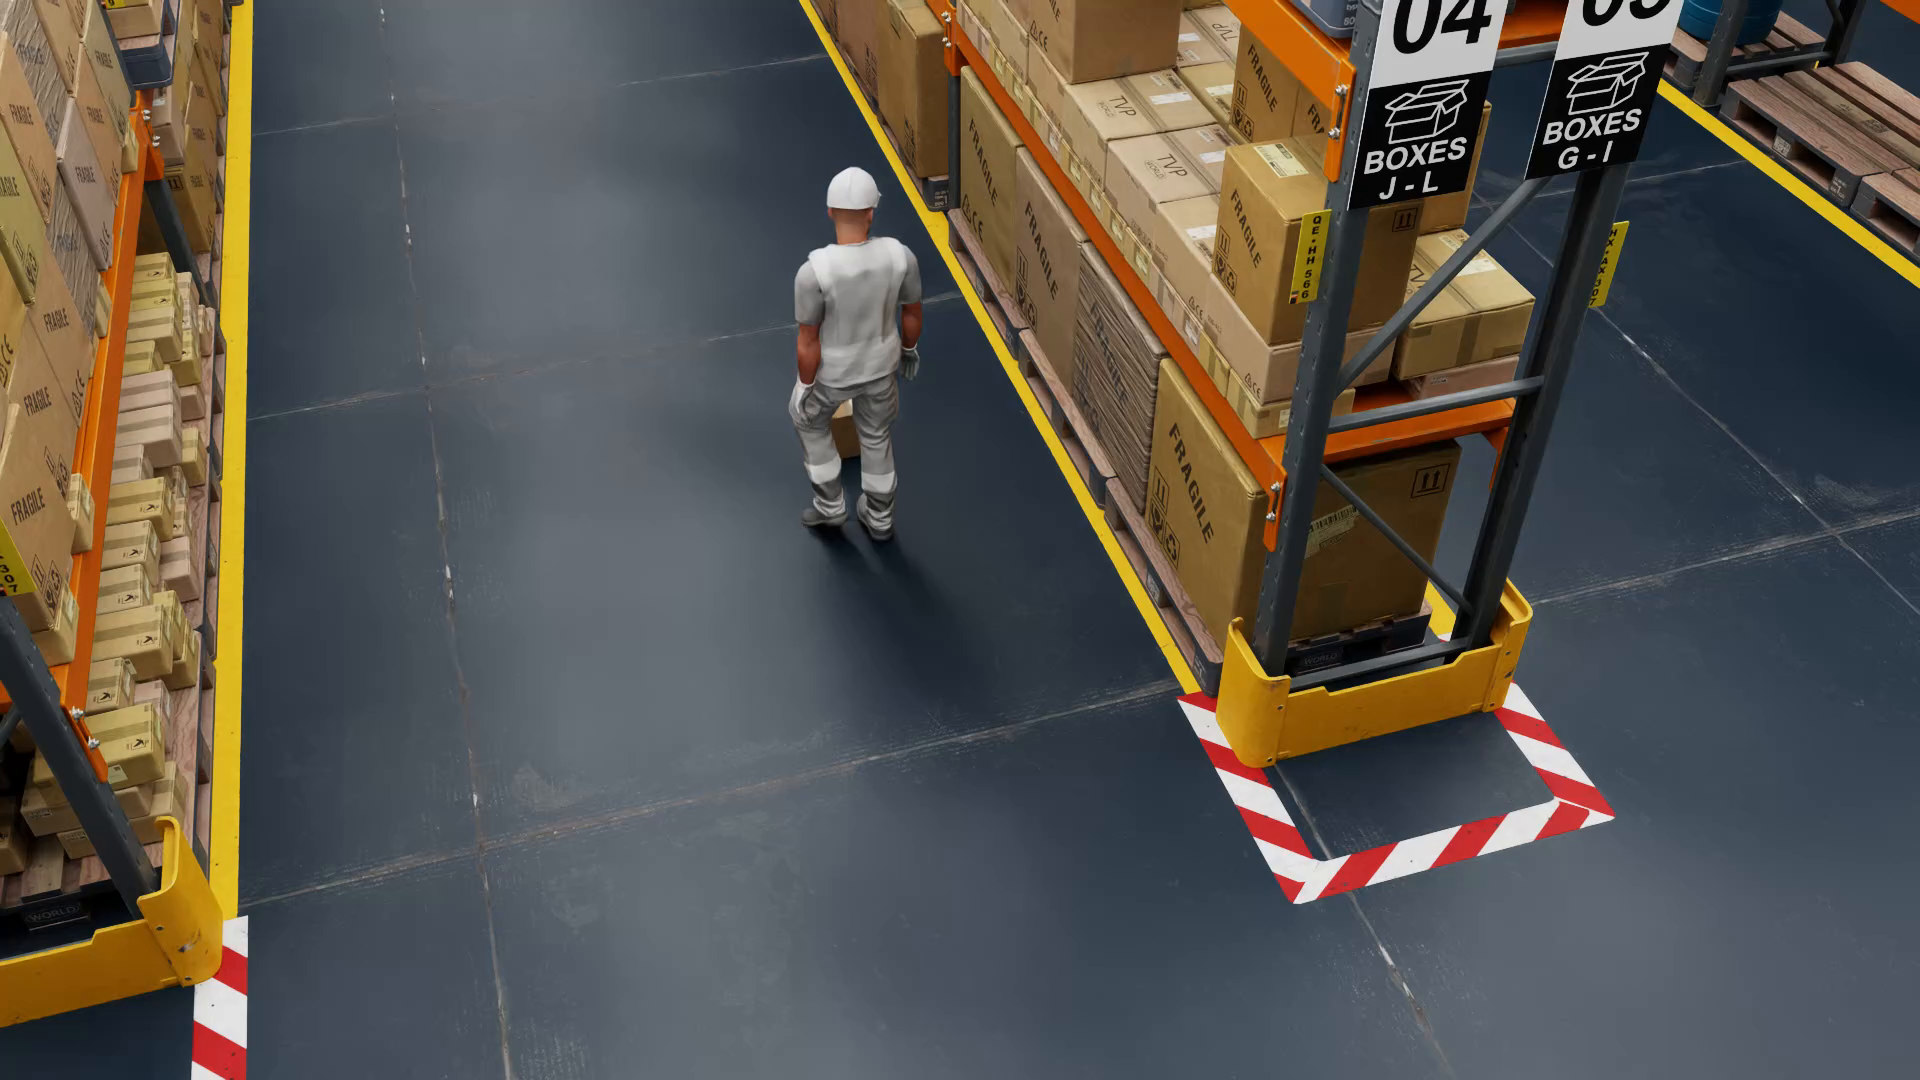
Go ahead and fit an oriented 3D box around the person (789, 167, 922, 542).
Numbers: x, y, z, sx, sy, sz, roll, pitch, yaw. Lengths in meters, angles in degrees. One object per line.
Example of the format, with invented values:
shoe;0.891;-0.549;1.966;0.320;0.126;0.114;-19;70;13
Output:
person;-0.455;-0.720;6.953;0.593;1.835;0.420;-16;44;-18
